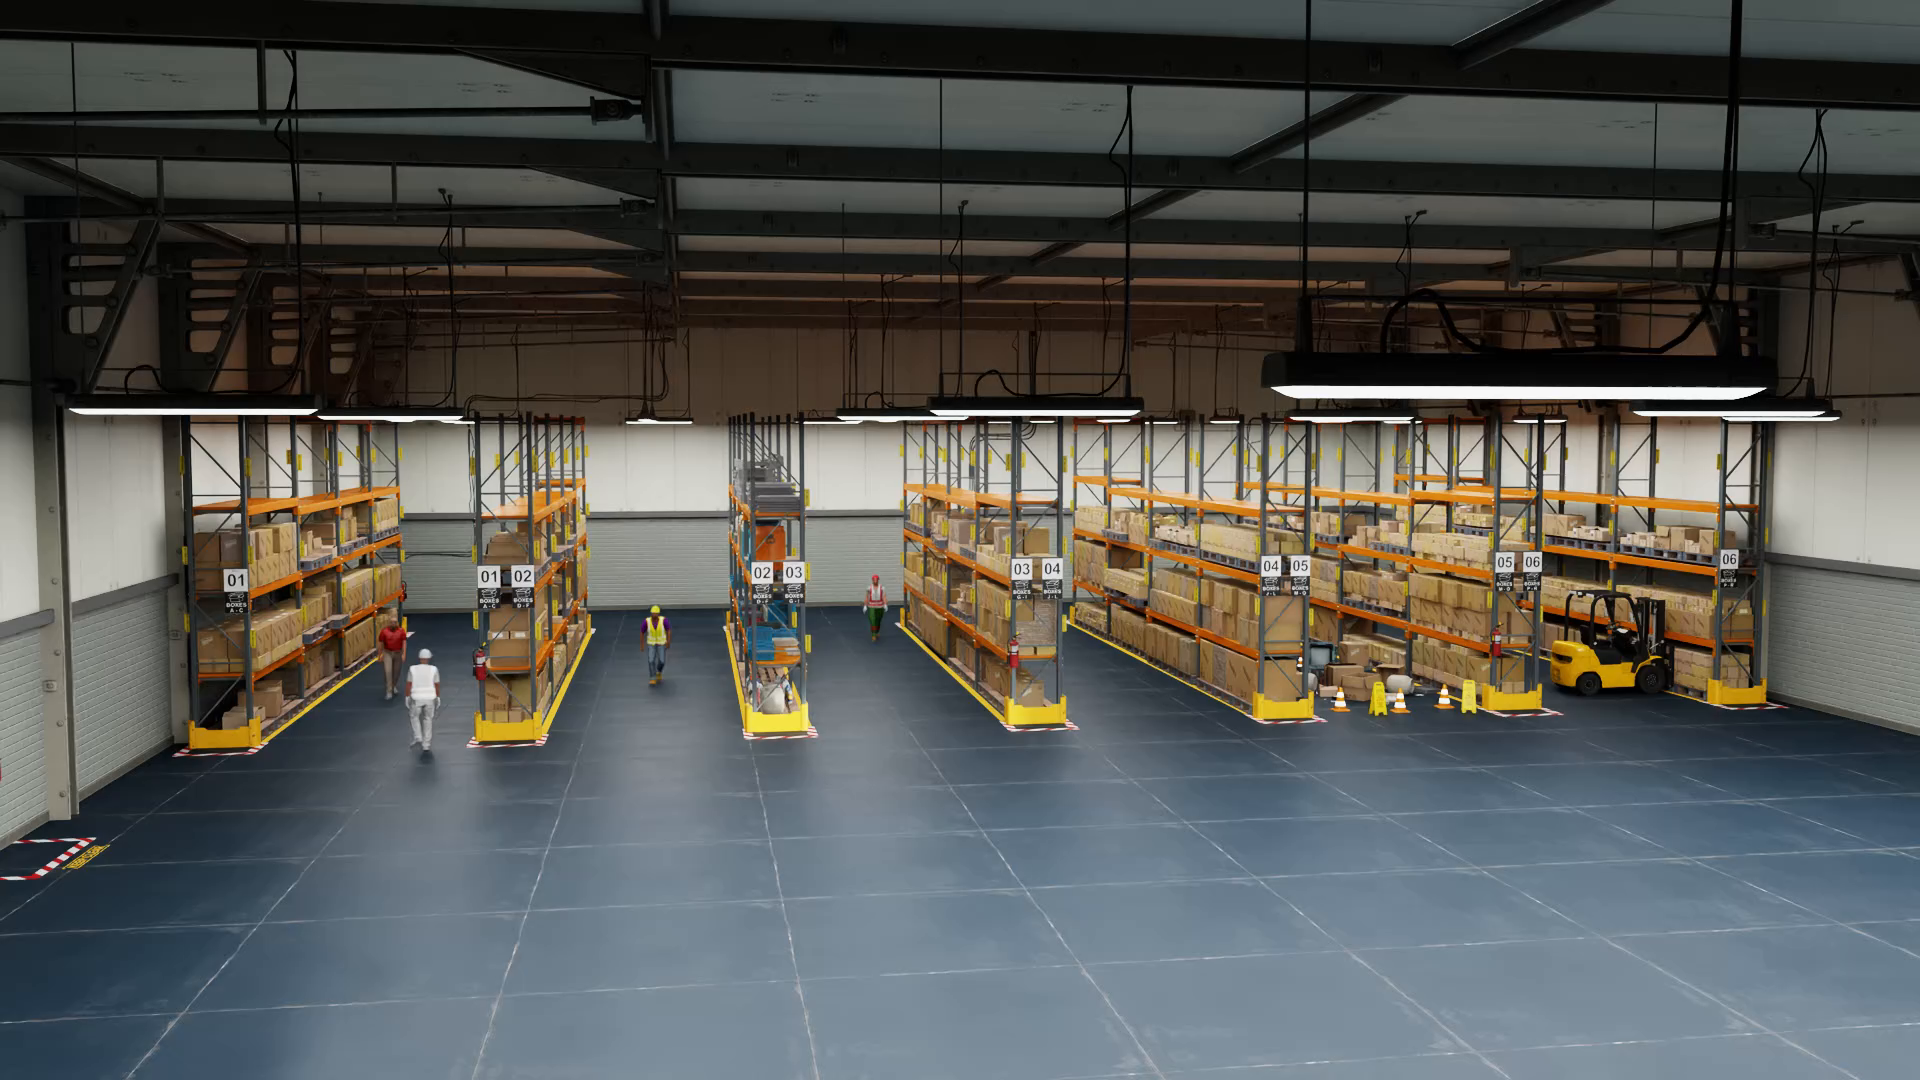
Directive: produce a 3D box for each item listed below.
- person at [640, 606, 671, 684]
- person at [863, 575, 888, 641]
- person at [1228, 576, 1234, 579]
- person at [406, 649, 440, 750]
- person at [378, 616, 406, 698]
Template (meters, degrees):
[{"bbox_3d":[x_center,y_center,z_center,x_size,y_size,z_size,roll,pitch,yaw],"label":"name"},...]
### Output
[{"bbox_3d":[-6.815,2.330,37.213,0.672,1.746,0.619,-1,4,-10],"label":"person"},{"bbox_3d":[-2.262,1.798,44.552,0.632,1.724,1.034,-1,4,-8],"label":"person"},{"bbox_3d":[8.440,1.444,50.552,0.587,1.664,0.466,-1,4,-10],"label":"person"},{"bbox_3d":[-9.503,2.821,29.435,0.590,1.779,0.471,-1,4,-20],"label":"person"},{"bbox_3d":[-12.040,2.457,35.323,0.558,1.684,0.946,-3,5,-35],"label":"person"}]
